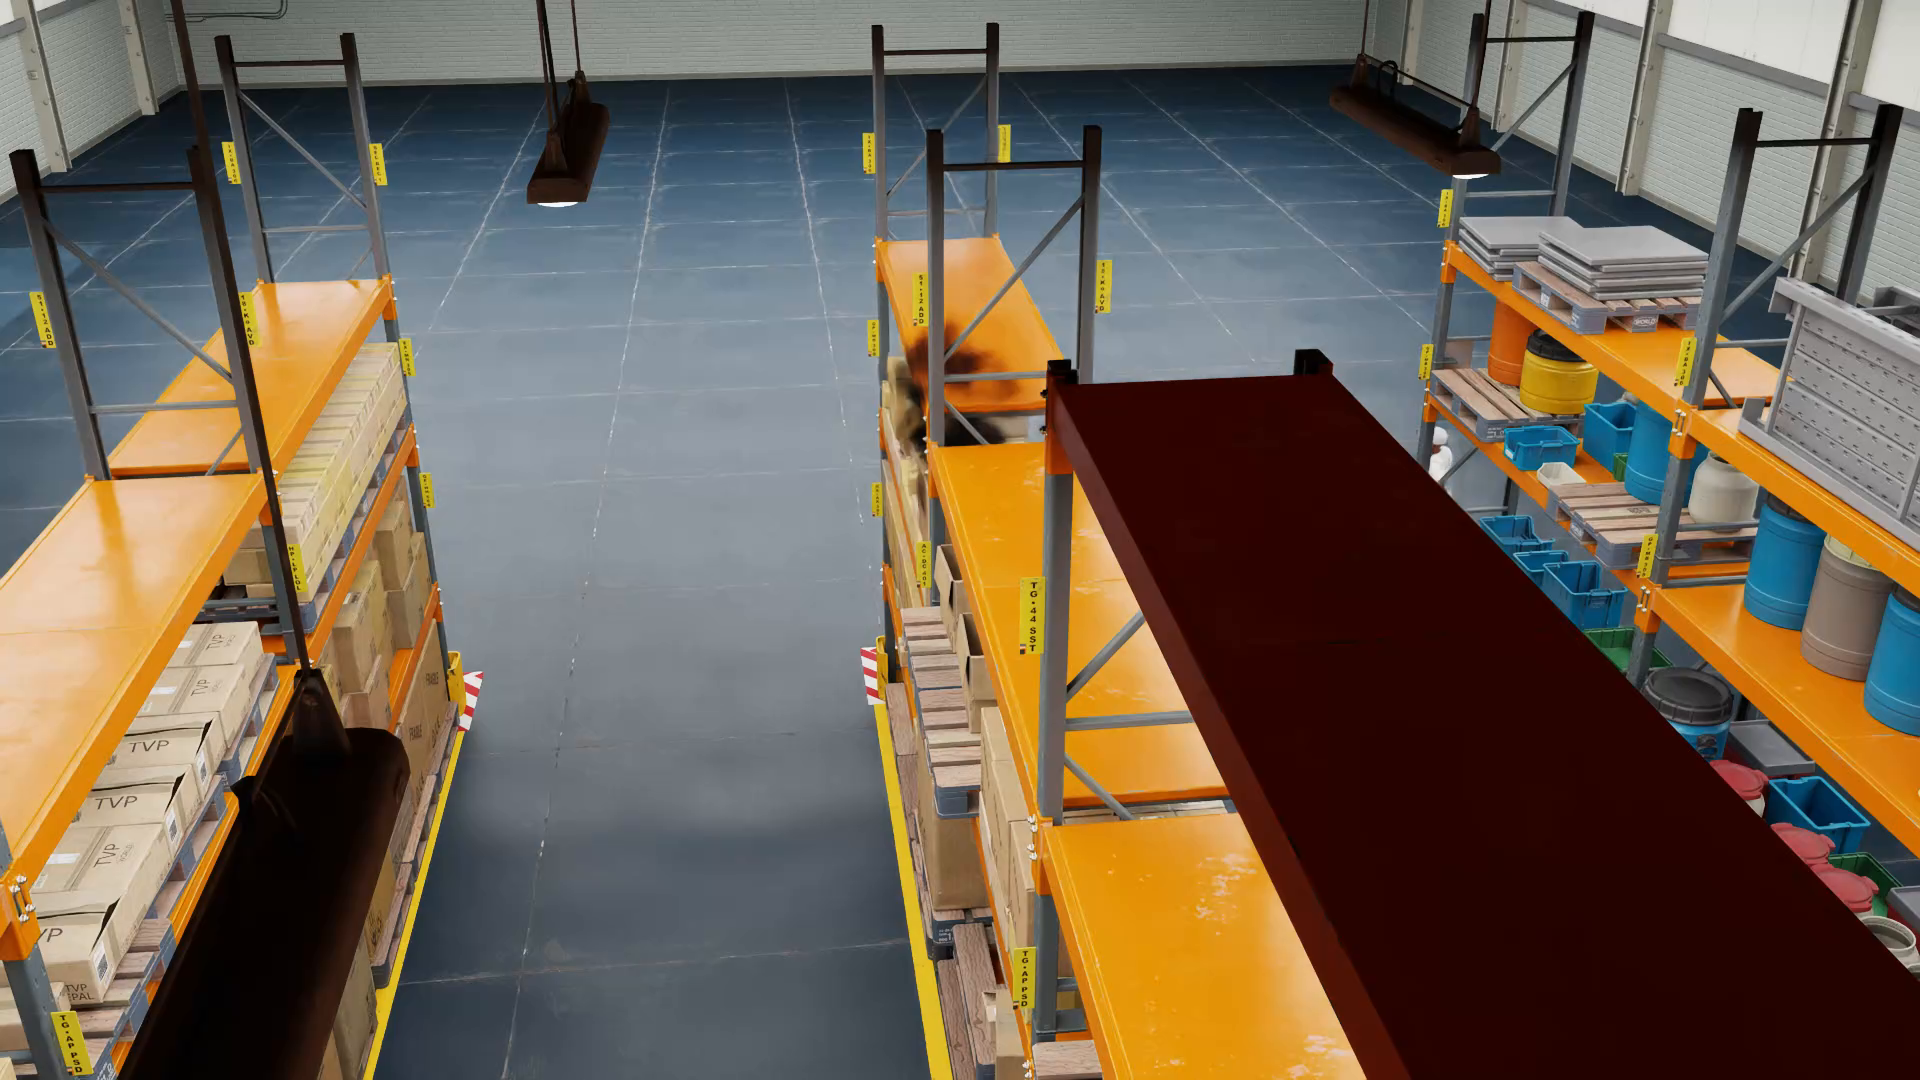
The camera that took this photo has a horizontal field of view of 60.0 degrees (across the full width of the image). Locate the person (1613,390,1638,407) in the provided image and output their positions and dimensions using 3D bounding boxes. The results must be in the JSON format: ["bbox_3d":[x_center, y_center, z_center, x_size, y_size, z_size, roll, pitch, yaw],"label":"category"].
[{"bbox_3d":[7.282,-0.850,18.424,0.609,1.647,0.652,8,27,17],"label":"person"}]

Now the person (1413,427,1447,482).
[{"bbox_3d":[4.780,-0.380,17.225,0.913,1.743,0.766,14,29,27],"label":"person"}]
